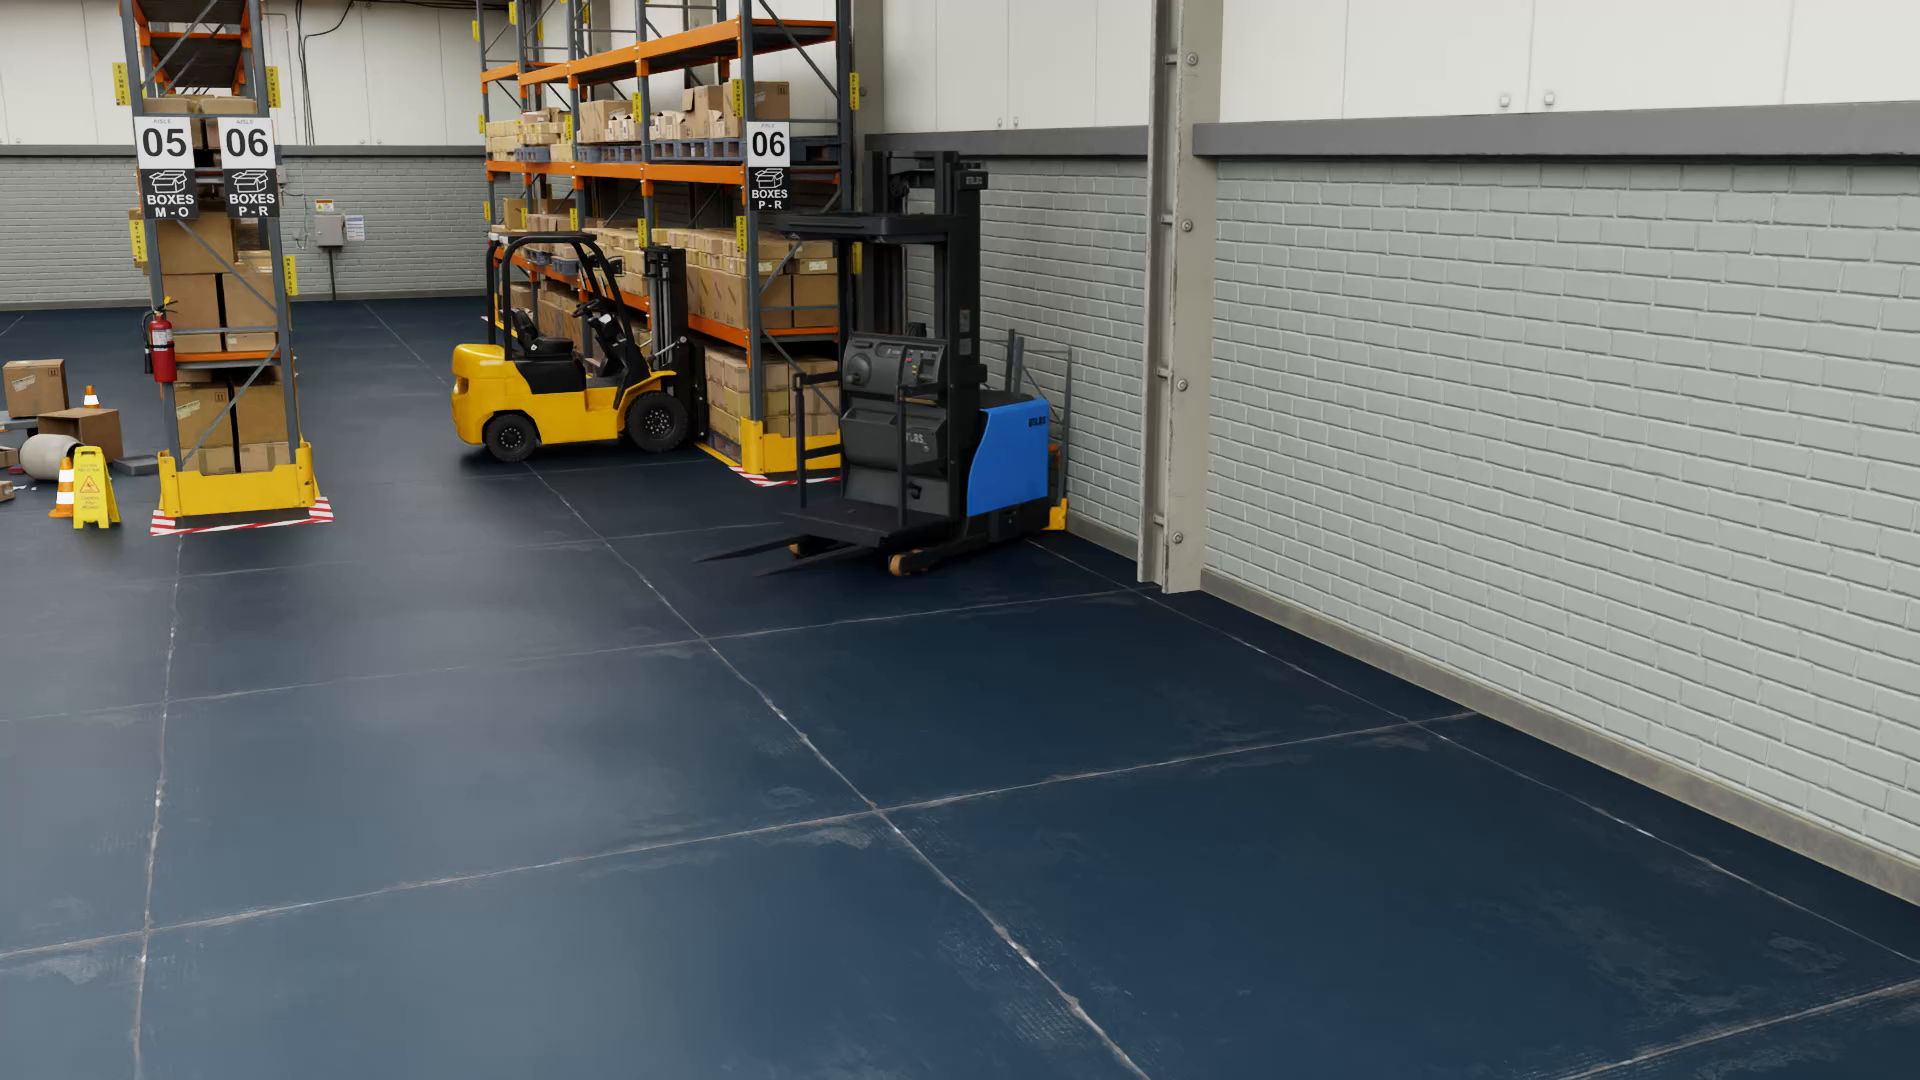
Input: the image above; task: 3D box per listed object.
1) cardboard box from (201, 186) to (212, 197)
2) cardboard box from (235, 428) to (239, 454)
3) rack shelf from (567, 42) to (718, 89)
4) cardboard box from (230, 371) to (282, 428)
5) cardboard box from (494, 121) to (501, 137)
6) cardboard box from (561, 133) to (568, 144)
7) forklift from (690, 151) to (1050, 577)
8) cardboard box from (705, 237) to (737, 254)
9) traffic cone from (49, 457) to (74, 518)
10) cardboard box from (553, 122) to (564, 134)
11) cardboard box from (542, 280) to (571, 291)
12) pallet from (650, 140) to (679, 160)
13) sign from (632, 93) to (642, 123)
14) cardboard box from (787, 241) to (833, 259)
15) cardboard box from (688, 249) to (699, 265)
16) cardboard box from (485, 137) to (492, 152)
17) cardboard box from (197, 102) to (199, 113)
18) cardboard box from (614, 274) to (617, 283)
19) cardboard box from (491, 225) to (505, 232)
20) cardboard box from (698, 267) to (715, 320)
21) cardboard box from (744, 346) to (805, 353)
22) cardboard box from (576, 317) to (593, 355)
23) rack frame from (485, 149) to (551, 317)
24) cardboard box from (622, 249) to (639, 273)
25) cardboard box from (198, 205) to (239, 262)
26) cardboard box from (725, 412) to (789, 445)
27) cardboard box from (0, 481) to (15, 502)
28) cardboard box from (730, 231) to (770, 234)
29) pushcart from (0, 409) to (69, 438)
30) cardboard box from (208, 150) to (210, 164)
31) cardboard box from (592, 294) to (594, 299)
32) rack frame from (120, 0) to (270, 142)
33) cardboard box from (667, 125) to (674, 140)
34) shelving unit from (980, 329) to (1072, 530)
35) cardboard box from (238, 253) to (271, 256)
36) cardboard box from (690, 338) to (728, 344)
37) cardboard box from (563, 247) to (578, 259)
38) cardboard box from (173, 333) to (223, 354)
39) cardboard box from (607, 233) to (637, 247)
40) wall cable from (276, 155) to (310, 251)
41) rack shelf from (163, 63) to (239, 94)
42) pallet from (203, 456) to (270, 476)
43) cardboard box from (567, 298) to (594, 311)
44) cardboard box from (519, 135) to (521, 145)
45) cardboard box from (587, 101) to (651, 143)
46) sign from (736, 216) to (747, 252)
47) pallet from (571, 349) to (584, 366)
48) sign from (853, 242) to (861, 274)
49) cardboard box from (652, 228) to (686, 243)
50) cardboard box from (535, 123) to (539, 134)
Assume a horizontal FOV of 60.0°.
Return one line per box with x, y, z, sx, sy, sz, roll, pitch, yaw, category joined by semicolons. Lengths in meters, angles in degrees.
-11.267;-5.146;24.576;0.380;0.149;0.250;-5;14;-22;cardboard box
-6.536;-0.991;15.664;0.500;0.250;0.500;-5;14;-19;cardboard box
-3.896;-5.782;20.379;1.077;0.370;4.000;-6;14;-23;rack shelf
-6.332;-1.251;15.125;0.500;0.500;0.500;-6;14;-25;cardboard box
-7.553;-6.924;28.046;0.500;0.250;0.500;-6;14;-24;cardboard box
-5.367;-5.612;23.259;0.380;0.149;0.250;-6;14;-23;cardboard box
-0.618;-1.290;11.942;1.130;2.935;3.031;10;17;38;forklift
-2.323;-2.932;16.564;0.380;0.149;0.250;-5;14;-22;cardboard box
-7.393;-0.453;13.799;0.336;0.463;0.334;-6;14;-23;traffic cone
-5.522;-5.806;23.440;0.380;0.149;0.250;-6;14;-24;cardboard box
-6.251;-3.945;25.776;0.380;0.149;0.250;-6;14;-26;cardboard box
-2.729;-4.236;18.064;1.003;0.211;1.213;-6;14;-23;pallet
-3.588;-4.807;18.492;0.100;0.325;0.005;-6;14;-23;sign
-1.431;-2.764;15.839;0.380;0.149;0.250;-6;14;-24;cardboard box
-2.607;-2.946;17.284;0.380;0.149;0.250;-6;14;-24;cardboard box
-7.974;-6.888;28.998;0.500;0.250;0.500;-6;14;-24;cardboard box
-6.778;-3.703;14.353;0.380;0.149;0.250;-6;14;-23;cardboard box
-4.127;-3.314;20.868;0.500;0.250;0.500;-5;14;-21;cardboard box
-7.966;-5.425;29.329;0.500;0.250;0.500;-6;14;-23;cardboard box
-2.335;-2.506;16.823;0.500;0.500;0.500;-6;14;-24;cardboard box
-1.905;-1.841;17.121;0.500;0.250;0.500;-6;14;-23;cardboard box
-5.063;-2.873;23.243;0.500;0.500;0.500;-5;14;-21;cardboard box
-7.901;-5.471;29.856;1.000;3.000;0.127;-6;14;-23;rack frame
-3.738;-3.346;19.899;0.500;0.250;0.500;-6;14;-24;cardboard box
-7.010;-2.800;15.215;0.700;0.500;0.500;-6;14;-23;cardboard box
-1.970;-1.099;16.132;0.500;0.250;0.500;-6;14;-23;cardboard box
-8.414;-0.416;14.335;0.380;0.149;0.250;1;13;6;cardboard box
-2.266;-3.252;17.949;0.380;0.149;0.250;-6;14;-24;cardboard box
-9.710;-1.049;16.565;1.648;0.377;0.936;-12;18;-42;pushcart
-6.809;-3.569;15.542;0.380;0.149;0.250;-5;14;-22;cardboard box
-5.330;-3.634;25.092;0.380;0.149;0.250;-5;14;-22;cardboard box
-6.039;-4.639;12.956;1.000;3.000;0.127;-6;14;-23;rack frame
-2.885;-4.305;17.570;0.380;0.149;0.250;-5;14;-21;cardboard box
0.393;-0.916;13.376;0.587;1.500;1.083;-1;11;-26;shelving unit
-7.023;-2.561;16.402;0.500;0.500;0.500;-5;14;-21;cardboard box
-2.783;-2.007;17.840;0.500;0.250;0.500;-5;14;-21;cardboard box
-5.311;-4.001;23.132;0.380;0.149;0.250;-5;14;-22;cardboard box
-6.384;-1.652;13.912;0.380;0.149;0.250;-5;14;-21;cardboard box
-4.151;-3.716;20.613;0.380;0.149;0.250;-6;14;-24;cardboard box
-13.433;-6.810;33.389;0.588;1.984;0.122;-6;14;-23;wall cable
-10.044;-6.160;22.009;1.077;0.370;4.000;-6;14;-23;rack shelf
-6.362;-0.544;14.754;1.003;0.211;1.213;-6;14;-23;pallet
-5.494;-3.422;24.178;0.380;0.149;0.250;-6;14;-24;cardboard box
-6.544;-6.139;25.495;0.380;0.149;0.250;-5;14;-22;cardboard box
-4.336;-5.315;21.153;0.700;0.500;0.500;-6;14;-24;cardboard box
-1.995;-2.799;15.217;0.100;0.325;0.005;-6;14;-23;sign
-4.961;-2.617;23.710;1.003;0.211;1.213;-6;14;-23;pallet
-0.981;-2.675;15.678;0.100;0.325;0.005;-6;14;-23;sign
-3.239;-3.409;18.626;0.380;0.149;0.250;-5;14;-22;cardboard box
-6.002;-6.020;24.322;0.380;0.149;0.250;-6;14;-23;cardboard box
